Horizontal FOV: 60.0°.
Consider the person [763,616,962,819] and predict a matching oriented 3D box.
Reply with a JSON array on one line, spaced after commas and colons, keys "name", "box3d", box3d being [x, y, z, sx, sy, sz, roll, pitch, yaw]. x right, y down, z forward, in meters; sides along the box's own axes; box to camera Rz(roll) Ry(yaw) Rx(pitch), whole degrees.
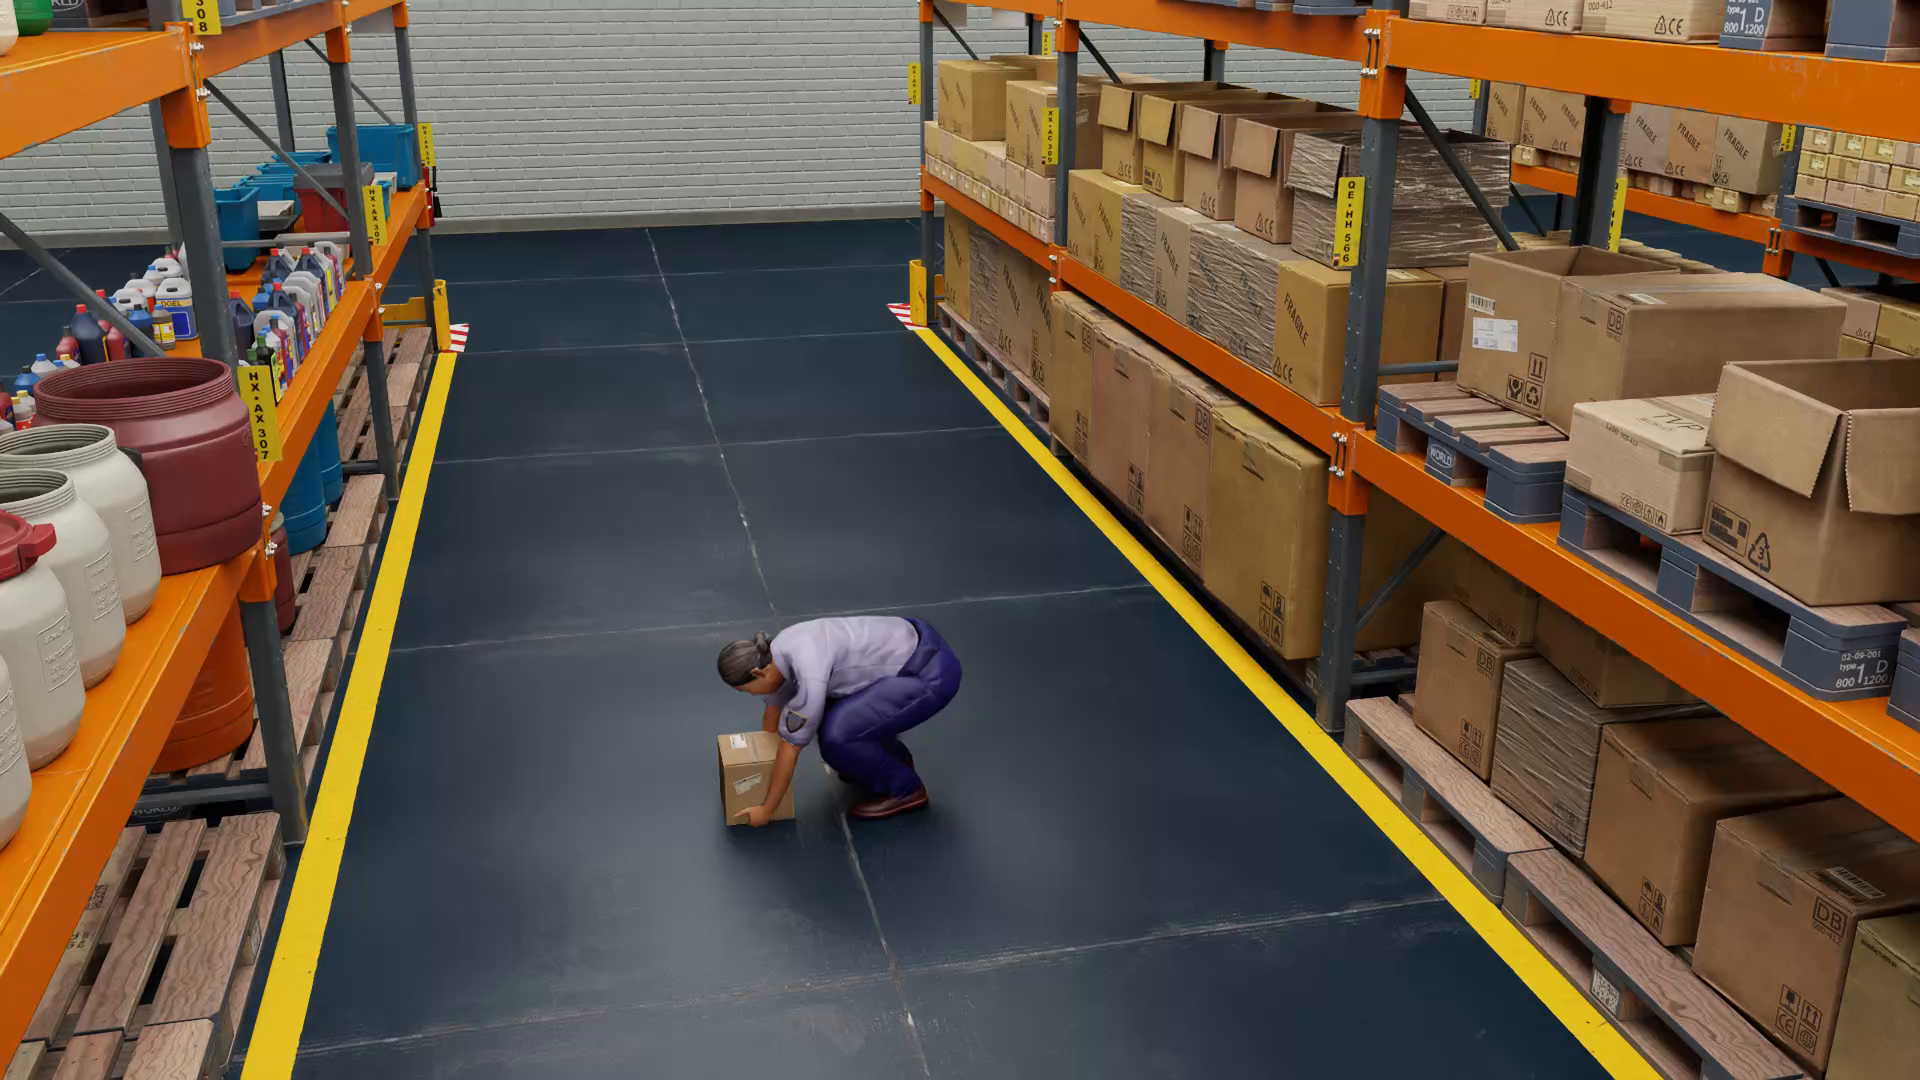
[{"name": "person", "box3d": [-0.357, 0.634, 6.210, 0.717, 0.723, 0.509, -5, 20, -14]}]
